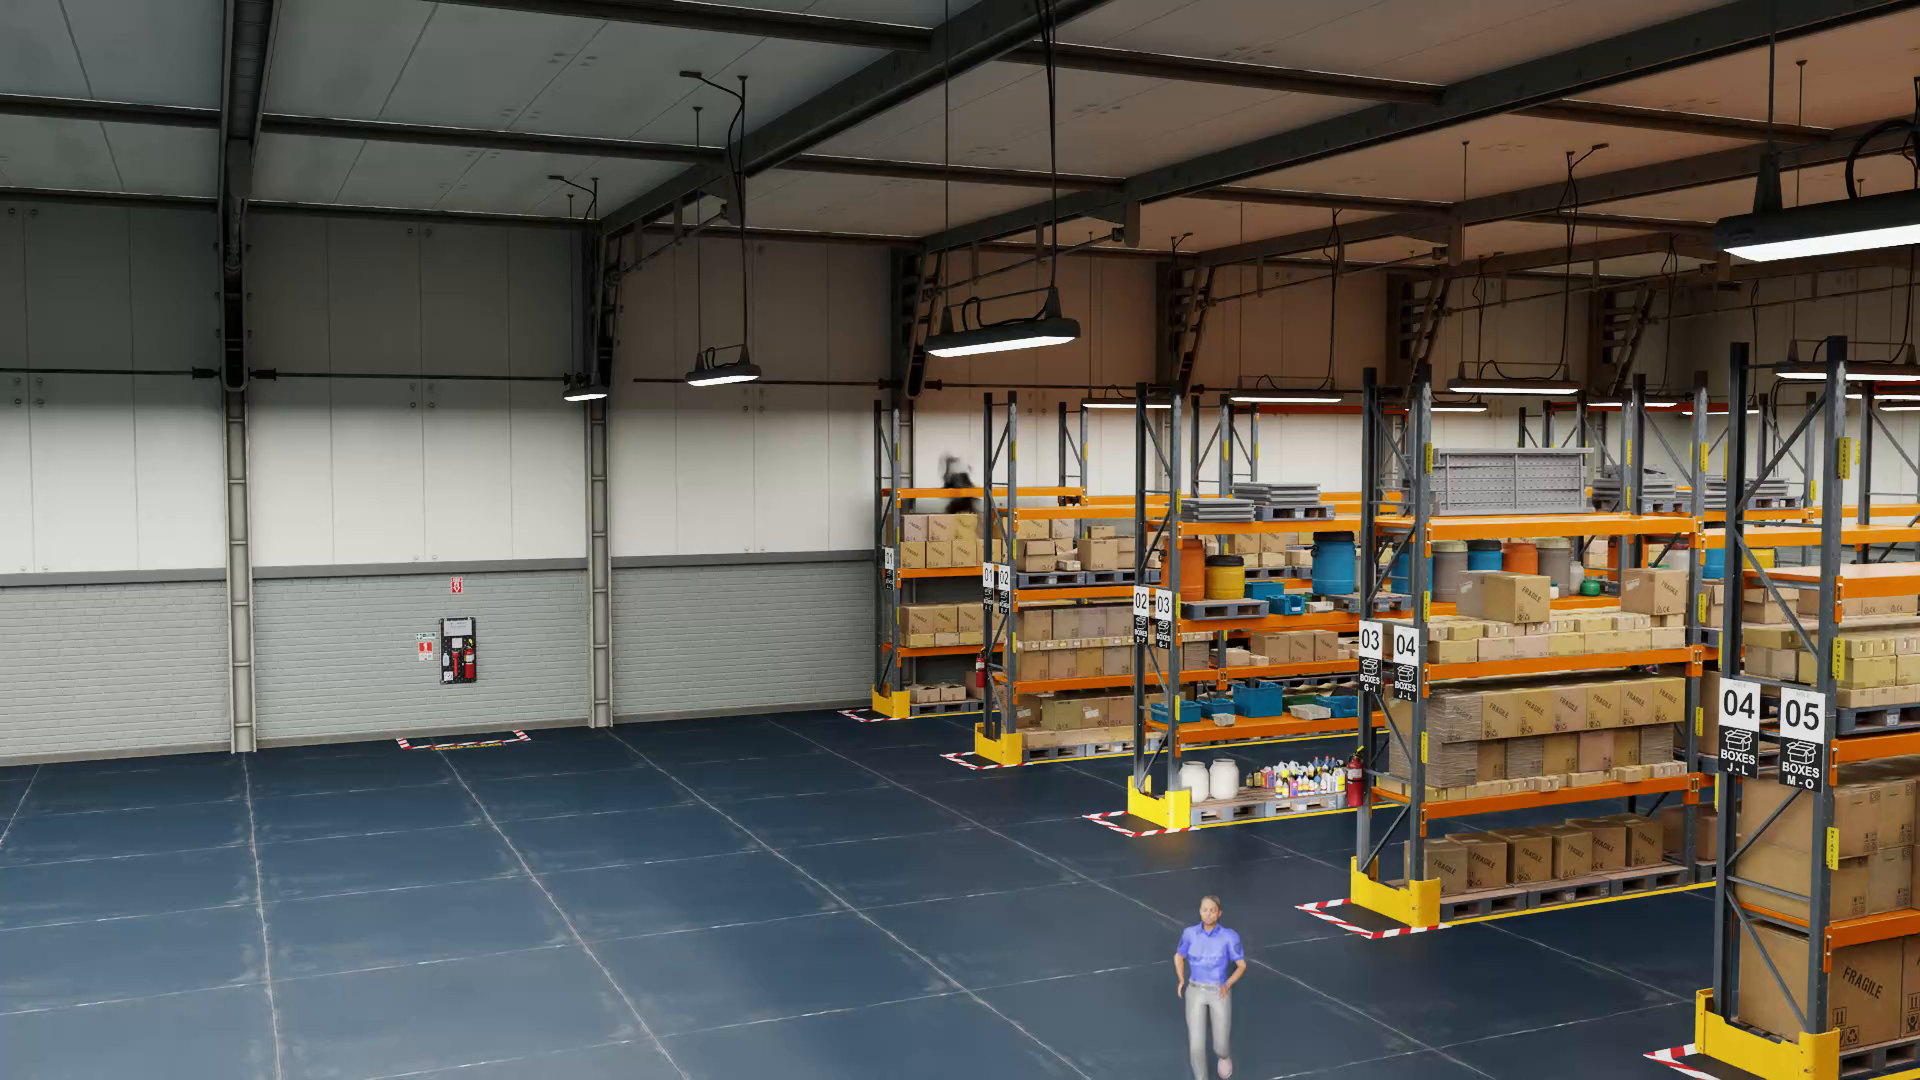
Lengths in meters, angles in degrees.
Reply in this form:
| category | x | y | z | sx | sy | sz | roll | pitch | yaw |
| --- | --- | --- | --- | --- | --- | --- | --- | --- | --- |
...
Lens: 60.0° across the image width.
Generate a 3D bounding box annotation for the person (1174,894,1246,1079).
| category | x | y | z | sx | sy | sz | roll | pitch | yaw |
| --- | --- | --- | --- | --- | --- | --- | --- | --- | --- |
| person | 1.958 | 3.594 | 13.120 | 0.578 | 1.605 | 0.624 | 1 | 3 | 17 |
